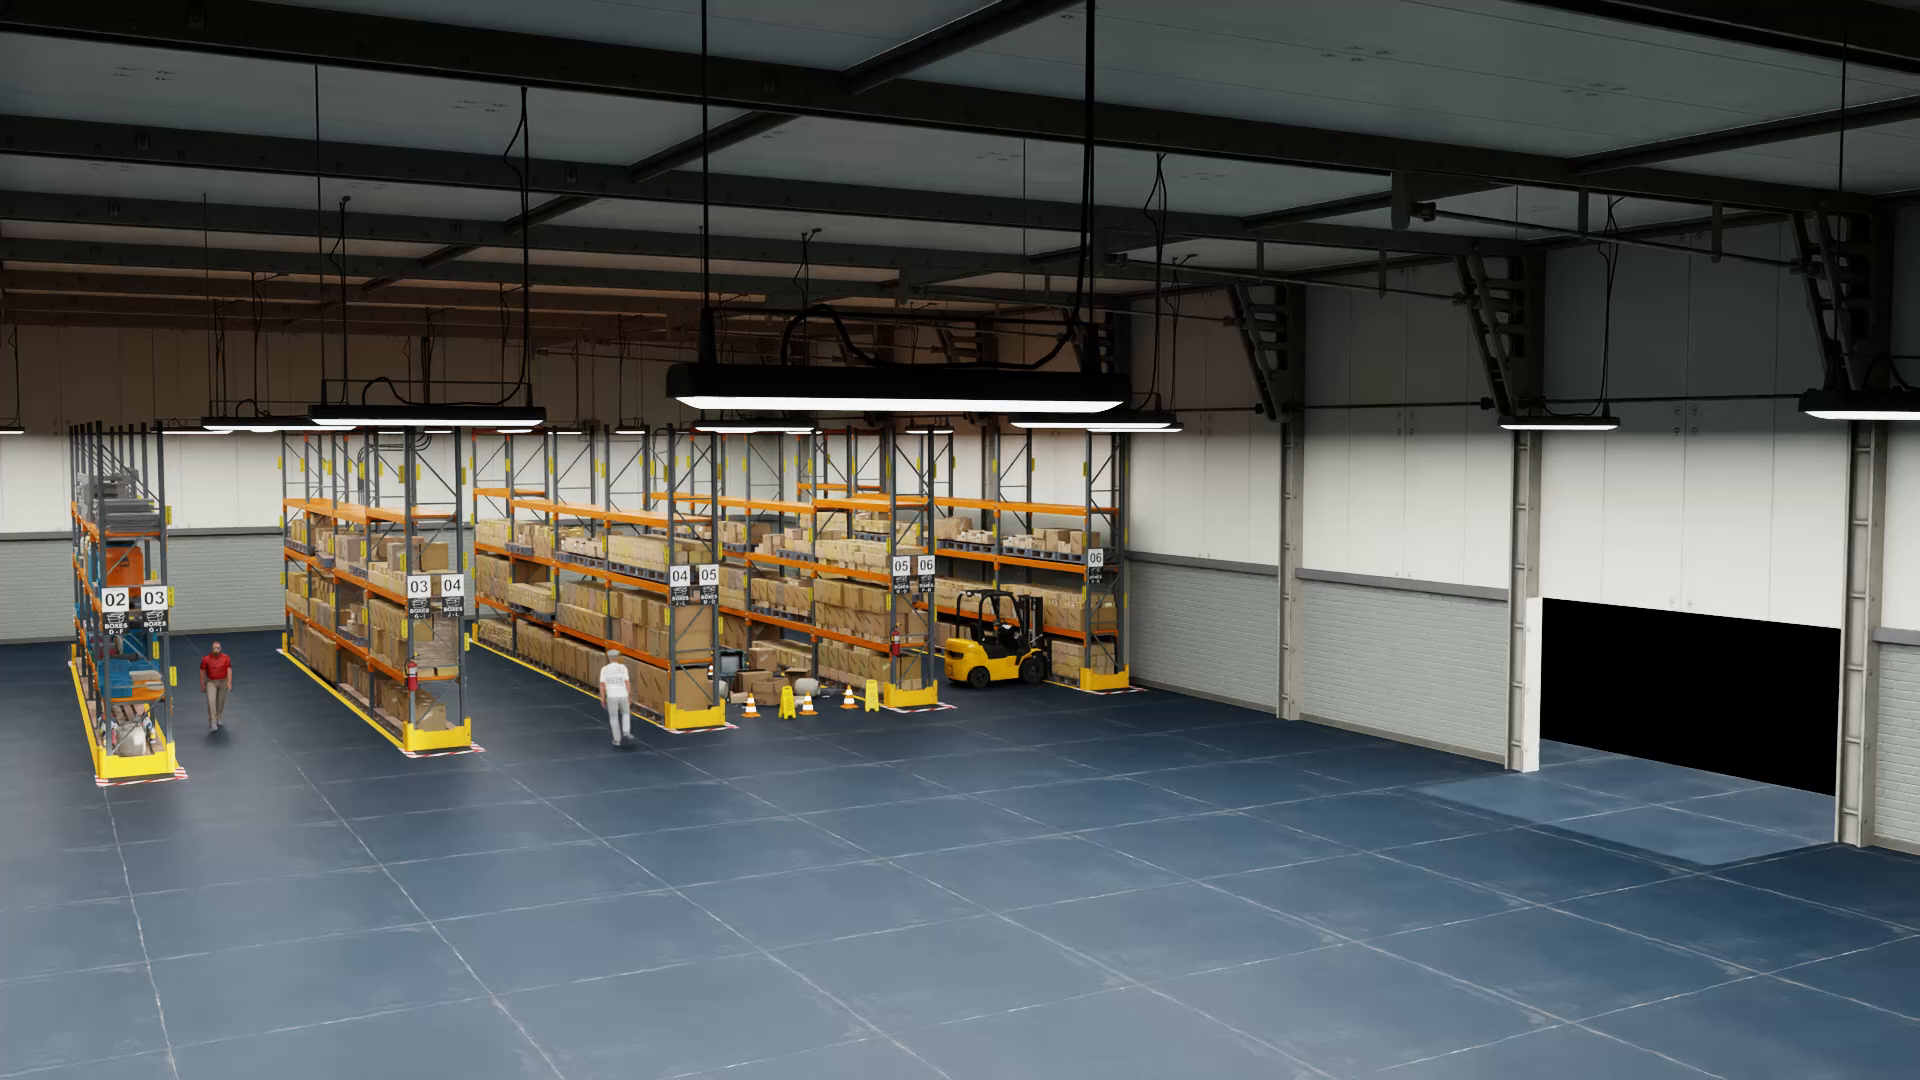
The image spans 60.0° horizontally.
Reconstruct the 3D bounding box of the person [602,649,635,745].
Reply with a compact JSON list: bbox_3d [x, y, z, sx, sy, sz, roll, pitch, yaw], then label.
[{"bbox_3d":[-6.359,2.925,30.938,0.560,1.756,0.537,-1,4,-21],"label":"person"}]

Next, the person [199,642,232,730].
[{"bbox_3d":[-14.580,2.840,32.660,0.547,1.677,0.976,-3,5,-41],"label":"person"}]
